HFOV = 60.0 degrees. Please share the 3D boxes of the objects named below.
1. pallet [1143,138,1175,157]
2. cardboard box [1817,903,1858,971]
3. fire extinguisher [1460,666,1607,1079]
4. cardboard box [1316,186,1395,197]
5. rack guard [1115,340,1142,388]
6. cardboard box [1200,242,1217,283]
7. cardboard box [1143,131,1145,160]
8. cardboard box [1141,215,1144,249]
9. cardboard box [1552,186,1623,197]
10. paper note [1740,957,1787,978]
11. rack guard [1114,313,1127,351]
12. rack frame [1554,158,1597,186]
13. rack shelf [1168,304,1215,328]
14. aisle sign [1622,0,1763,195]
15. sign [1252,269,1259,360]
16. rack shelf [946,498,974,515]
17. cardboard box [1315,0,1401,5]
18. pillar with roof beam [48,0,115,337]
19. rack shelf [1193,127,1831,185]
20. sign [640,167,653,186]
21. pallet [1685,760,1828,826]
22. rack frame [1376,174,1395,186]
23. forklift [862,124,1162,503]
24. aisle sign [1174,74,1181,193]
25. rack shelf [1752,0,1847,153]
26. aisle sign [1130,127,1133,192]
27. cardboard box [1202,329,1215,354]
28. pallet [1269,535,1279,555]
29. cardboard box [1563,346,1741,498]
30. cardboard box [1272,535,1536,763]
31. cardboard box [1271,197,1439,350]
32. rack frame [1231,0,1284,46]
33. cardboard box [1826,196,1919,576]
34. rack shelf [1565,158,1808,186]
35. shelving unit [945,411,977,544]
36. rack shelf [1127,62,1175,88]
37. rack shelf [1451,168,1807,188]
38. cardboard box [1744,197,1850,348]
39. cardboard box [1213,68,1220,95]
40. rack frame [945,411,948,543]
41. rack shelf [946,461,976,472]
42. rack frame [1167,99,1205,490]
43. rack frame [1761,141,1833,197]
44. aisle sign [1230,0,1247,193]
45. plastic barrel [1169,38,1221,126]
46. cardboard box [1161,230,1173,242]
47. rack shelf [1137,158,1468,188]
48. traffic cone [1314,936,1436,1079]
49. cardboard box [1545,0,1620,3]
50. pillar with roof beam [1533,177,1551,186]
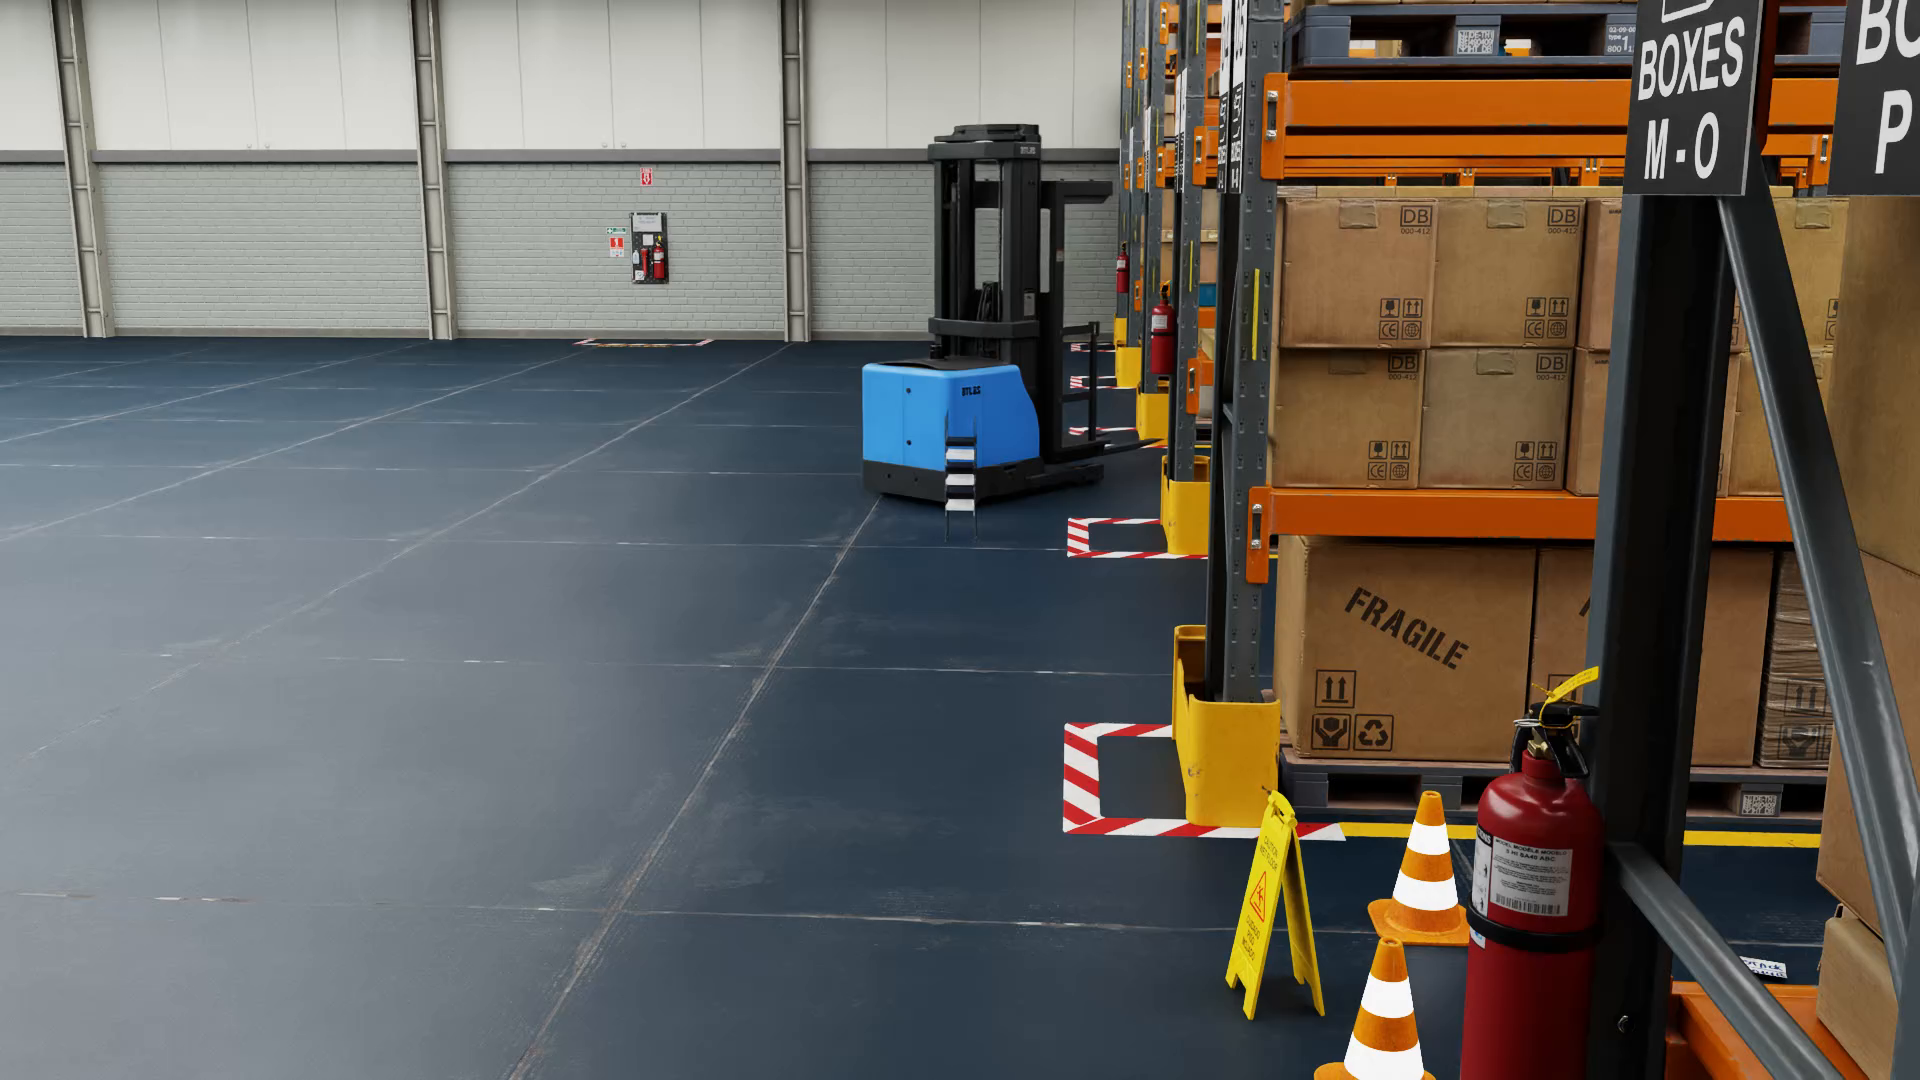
[{"bbox_3d":[2.923,-4.919,20.849,1.213,0.211,1.003,1,12,4],"label":"pallet"},{"bbox_3d":[2.813,1.268,4.479,0.637,0.503,0.797,-9,15,-35],"label":"cardboard box"},{"bbox_3d":[0.808,0.481,2.331,0.183,0.674,0.296,1,12,4],"label":"fire extinguisher"},{"bbox_3d":[2.583,-2.098,11.059,0.500,0.500,0.500,1,12,4],"label":"cardboard box"},{"bbox_3d":[2.195,-2.286,21.476,0.348,0.500,1.175,1,12,4],"label":"rack guard"},{"bbox_3d":[3.209,-3.543,21.136,0.500,0.500,0.700,1,12,5],"label":"cardboard box"},{"bbox_3d":[2.864,-5.993,25.471,0.500,0.500,0.500,1,12,5],"label":"cardboard box"},{"bbox_3d":[3.003,-4.757,25.669,0.500,0.500,0.500,1,12,4],"label":"cardboard box"},{"bbox_3d":[4.080,-2.078,10.965,0.500,0.500,0.500,1,12,4],"label":"cardboard box"},{"bbox_3d":[2.531,1.348,5.253,0.142,0.017,0.144,5,13,23],"label":"paper note"},{"bbox_3d":[2.622,-3.297,26.308,0.348,0.500,1.175,1,12,4],"label":"rack guard"},{"bbox_3d":[5.876,-2.443,16.120,0.127,3.000,1.000,1,12,4],"label":"rack frame"},{"bbox_3d":[3.880,-2.118,16.324,4.000,0.370,1.077,1,12,4],"label":"rack shelf"},{"bbox_3d":[0.849,-0.794,1.887,0.004,0.787,0.394,1,12,4],"label":"aisle sign"},{"bbox_3d":[1.078,-0.823,6.068,0.005,0.325,0.100,1,12,4],"label":"sign"},{"bbox_3d":[0.008,-0.232,11.719,0.200,0.077,0.258,1,12,4],"label":"rack shelf"},{"bbox_3d":[1.442,-2.003,6.036,0.250,0.149,0.380,1,12,4],"label":"cardboard box"},{"bbox_3d":[-14.945,-6.992,23.214,0.400,9.000,9.100,1,12,4],"label":"pillar with roof beam"},{"bbox_3d":[3.549,-2.574,11.180,4.000,0.370,1.077,1,12,4],"label":"rack shelf"},{"bbox_3d":[-5.148,-5.967,27.308,0.199,0.298,0.001,1,12,4],"label":"sign"},{"bbox_3d":[3.138,0.903,6.934,1.213,0.211,1.003,1,12,4],"label":"pallet"},{"bbox_3d":[6.538,-4.467,25.795,0.127,3.000,1.000,1,12,4],"label":"rack frame"},{"bbox_3d":[0.568,-1.944,13.901,1.130,2.935,3.031,10,16,41],"label":"forklift"},{"bbox_3d":[1.512,-2.820,11.575,0.004,0.787,0.394,1,12,4],"label":"aisle sign"},{"bbox_3d":[2.887,-0.550,1.501,4.000,0.370,1.077,1,12,4],"label":"rack shelf"},{"bbox_3d":[2.133,-4.720,20.658,0.004,0.787,0.394,1,12,4],"label":"aisle sign"},{"bbox_3d":[1.852,-1.401,11.753,0.250,0.149,0.380,1,12,4],"label":"cardboard box"},{"bbox_3d":[2.438,-0.101,11.737,1.213,0.211,1.003,1,12,4],"label":"pallet"},{"bbox_3d":[2.595,-0.515,6.537,0.550,0.550,0.875,1,12,4],"label":"cardboard box"},{"bbox_3d":[1.802,0.356,6.901,0.875,0.875,0.875,1,12,4],"label":"cardboard box"},{"bbox_3d":[1.489,-1.063,6.519,0.550,0.550,0.875,1,12,4],"label":"cardboard box"},{"bbox_3d":[1.121,-3.410,6.092,0.127,3.000,1.000,1,12,4],"label":"rack frame"},{"bbox_3d":[1.416,-0.183,1.902,0.500,0.500,0.700,0,12,2],"label":"cardboard box"},{"bbox_3d":[7.871,-3.531,15.755,4.000,0.370,1.077,1,12,4],"label":"rack shelf"},{"bbox_3d":[0.008,-0.440,11.675,0.210,0.900,0.258,1,12,4],"label":"shelving unit"},{"bbox_3d":[4.542,-7.077,25.386,4.000,0.370,1.077,1,12,4],"label":"rack shelf"},{"bbox_3d":[8.206,-4.543,20.593,4.000,0.370,1.077,1,12,4],"label":"rack shelf"},{"bbox_3d":[3.131,-1.058,6.496,0.500,0.550,0.875,1,12,4],"label":"cardboard box"},{"bbox_3d":[1.813,-3.025,10.968,0.250,0.149,0.380,1,12,3],"label":"cardboard box"},{"bbox_3d":[-0.093,-0.442,11.682,0.006,0.900,0.240,1,12,4],"label":"rack frame"},{"bbox_3d":[0.008,-0.496,11.664,0.200,0.077,0.258,1,12,4],"label":"rack shelf"},{"bbox_3d":[1.554,-1.486,11.544,0.127,3.000,1.000,1,12,4],"label":"rack frame"},{"bbox_3d":[5.545,-1.431,11.282,0.127,3.000,1.000,1,12,4],"label":"rack frame"},{"bbox_3d":[1.031,-1.686,6.152,0.004,0.787,0.394,1,12,4],"label":"aisle sign"},{"bbox_3d":[2.378,-4.401,16.079,0.708,0.830,0.600,1,12,4],"label":"plastic barrel"},{"bbox_3d":[2.596,-3.826,20.906,0.250,0.149,0.380,1,12,3],"label":"cardboard box"},{"bbox_3d":[4.215,-4.598,20.854,4.000,0.370,1.077,1,12,4],"label":"rack shelf"},{"bbox_3d":[1.142,1.292,4.463,0.334,0.463,0.336,1,12,4],"label":"traffic cone"},{"bbox_3d":[2.199,-1.993,5.988,0.250,0.149,0.380,1,12,4],"label":"cardboard box"},{"bbox_3d":[9.002,-6.663,21.645,0.400,9.000,9.100,1,12,4],"label":"pillar with roof beam"}]
